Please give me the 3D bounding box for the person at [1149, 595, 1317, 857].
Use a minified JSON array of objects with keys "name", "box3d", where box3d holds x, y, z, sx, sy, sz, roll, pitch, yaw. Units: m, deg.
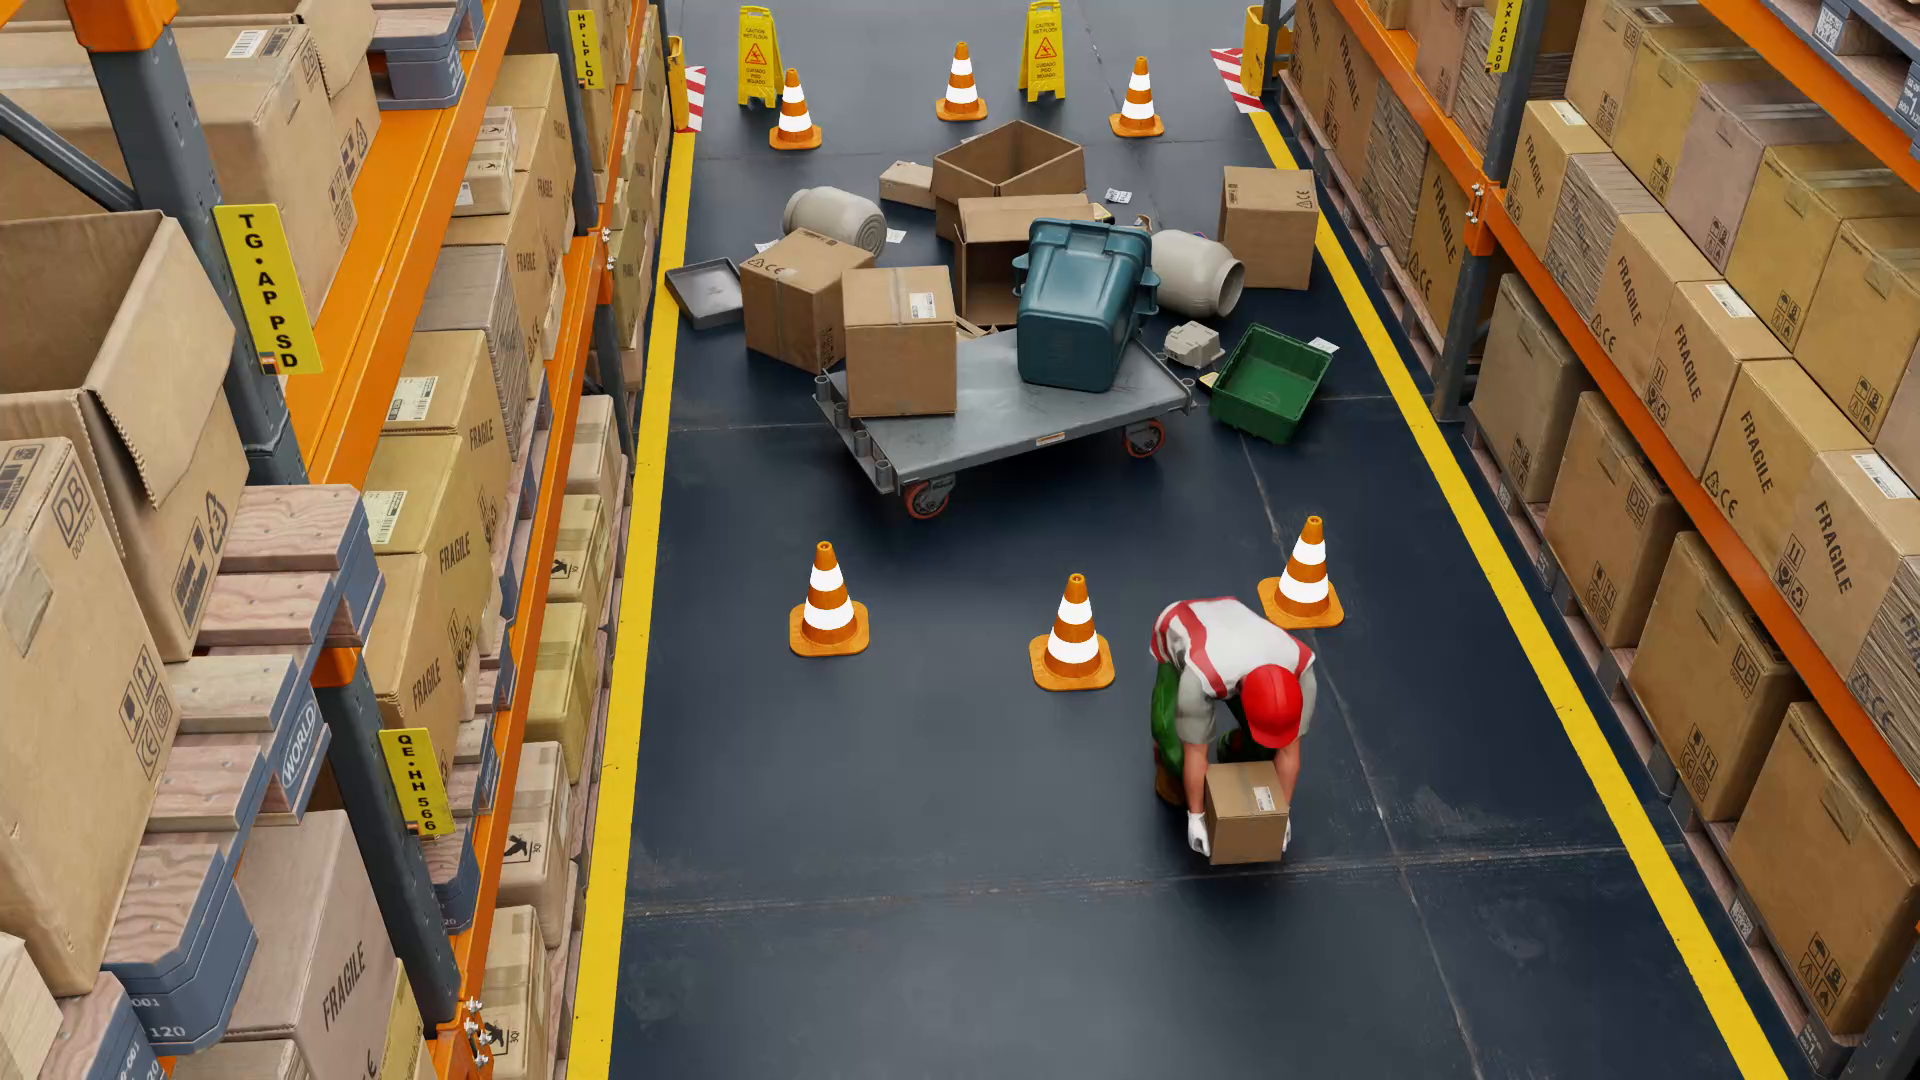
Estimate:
[{"name":"person","box3d":[0.966,0.619,6.006,0.534,0.991,0.907,-4,39,-5]}]
